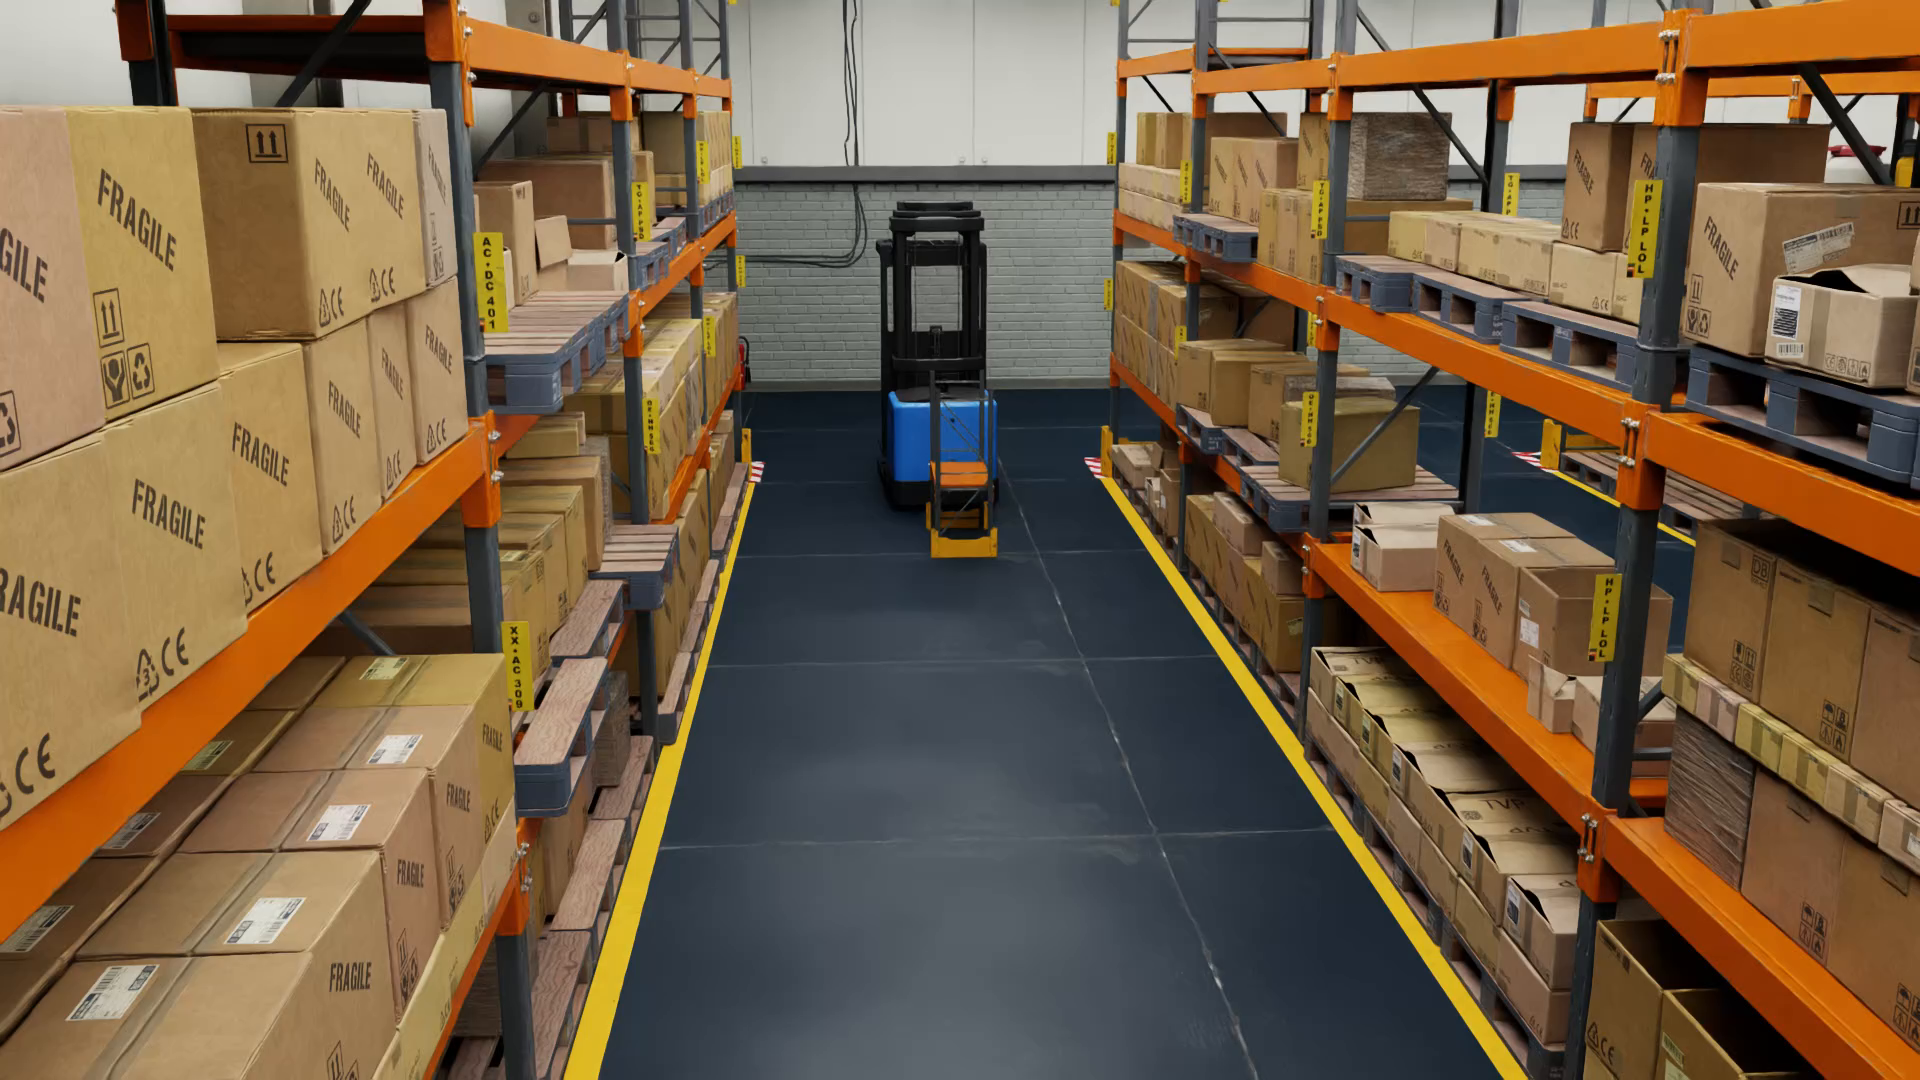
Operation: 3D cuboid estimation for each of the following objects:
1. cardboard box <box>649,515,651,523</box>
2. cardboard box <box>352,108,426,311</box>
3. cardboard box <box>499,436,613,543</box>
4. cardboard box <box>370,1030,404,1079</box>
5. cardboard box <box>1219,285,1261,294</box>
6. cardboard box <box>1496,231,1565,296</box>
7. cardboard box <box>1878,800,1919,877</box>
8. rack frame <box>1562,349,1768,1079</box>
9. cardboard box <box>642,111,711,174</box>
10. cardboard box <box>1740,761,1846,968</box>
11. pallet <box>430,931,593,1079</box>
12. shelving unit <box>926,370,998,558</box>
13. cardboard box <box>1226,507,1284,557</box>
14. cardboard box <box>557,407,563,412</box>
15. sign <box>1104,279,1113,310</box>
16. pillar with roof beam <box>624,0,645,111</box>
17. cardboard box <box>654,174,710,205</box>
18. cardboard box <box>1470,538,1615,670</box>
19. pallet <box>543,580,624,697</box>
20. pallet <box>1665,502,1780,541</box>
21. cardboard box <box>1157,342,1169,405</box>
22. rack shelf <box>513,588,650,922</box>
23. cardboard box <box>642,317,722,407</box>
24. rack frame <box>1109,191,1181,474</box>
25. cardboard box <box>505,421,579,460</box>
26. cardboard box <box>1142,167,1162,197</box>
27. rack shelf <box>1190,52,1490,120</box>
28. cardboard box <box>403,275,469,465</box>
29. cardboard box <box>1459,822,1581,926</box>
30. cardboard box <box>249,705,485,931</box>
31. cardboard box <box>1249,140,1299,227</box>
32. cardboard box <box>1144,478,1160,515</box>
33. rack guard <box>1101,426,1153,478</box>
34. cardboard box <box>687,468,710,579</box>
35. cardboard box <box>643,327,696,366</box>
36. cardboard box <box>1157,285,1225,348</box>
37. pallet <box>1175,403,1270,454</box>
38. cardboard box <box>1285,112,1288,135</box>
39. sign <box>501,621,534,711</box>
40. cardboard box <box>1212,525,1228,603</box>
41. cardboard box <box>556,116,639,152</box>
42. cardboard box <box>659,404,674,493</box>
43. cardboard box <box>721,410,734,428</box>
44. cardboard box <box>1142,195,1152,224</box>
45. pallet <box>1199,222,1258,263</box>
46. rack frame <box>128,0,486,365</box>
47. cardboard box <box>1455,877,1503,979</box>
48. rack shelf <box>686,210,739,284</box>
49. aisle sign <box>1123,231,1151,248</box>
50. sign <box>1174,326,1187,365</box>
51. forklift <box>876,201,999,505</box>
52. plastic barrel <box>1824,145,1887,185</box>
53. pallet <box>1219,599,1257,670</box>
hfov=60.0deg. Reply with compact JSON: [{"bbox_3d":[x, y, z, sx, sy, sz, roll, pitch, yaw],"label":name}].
[{"bbox_3d":[-2.126,-0.161,10.321,0.380,0.149,0.250,-1,14,-3],"label":"cardboard box"},{"bbox_3d":[-1.736,-0.868,4.337,0.500,0.500,0.500,0,14,0],"label":"cardboard box"},{"bbox_3d":[-2.291,-0.270,9.195,0.700,0.500,0.500,-3,15,-10],"label":"cardboard box"},{"bbox_3d":[-1.649,1.420,3.973,0.500,0.250,0.500,-1,14,-3],"label":"cardboard box"},{"bbox_3d":[2.585,-1.980,14.717,0.500,0.500,0.500,-1,14,-5],"label":"cardboard box"},{"bbox_3d":[2.804,-1.268,7.595,0.500,0.250,0.500,-2,15,-8],"label":"cardboard box"},{"bbox_3d":[2.769,0.820,4.541,0.380,0.149,0.250,-1,14,-5],"label":"cardboard box"},{"bbox_3d":[2.862,0.792,6.151,1.000,3.000,0.127,-1,14,-3],"label":"rack frame"},{"bbox_3d":[-2.342,-3.297,13.775,0.500,0.500,0.500,-1,14,-4],"label":"cardboard box"},{"bbox_3d":[2.935,0.985,5.200,0.700,0.500,0.500,-1,14,-4],"label":"cardboard box"},{"bbox_3d":[-2.132,2.027,6.950,1.003,0.211,1.213,-1,14,-3],"label":"pallet"},{"bbox_3d":[0.005,-0.707,14.989,0.587,1.500,1.083,-1,14,-3],"label":"shelving unit"},{"bbox_3d":[2.246,-0.065,12.113,0.500,0.250,0.500,-1,14,-4],"label":"cardboard box"},{"bbox_3d":[-2.617,-0.799,9.994,0.500,0.250,0.500,0,14,-2],"label":"cardboard box"},{"bbox_3d":[1.577,-2.603,17.609,0.100,0.325,0.005,-1,14,-3],"label":"sign"},{"bbox_3d":[0.440,-5.745,19.518,9.100,9.000,0.400,-1,14,-3],"label":"pillar with roof beam"},{"bbox_3d":[-2.358,-2.928,13.847,0.500,0.250,0.500,-1,14,-4],"label":"cardboard box"},{"bbox_3d":[2.767,0.297,7.875,0.500,0.500,0.500,-1,14,-3],"label":"cardboard box"},{"bbox_3d":[-2.167,0.460,7.829,1.003,0.211,1.213,-1,14,-3],"label":"pallet"},{"bbox_3d":[7.226,-0.105,15.233,1.003,0.211,1.213,-1,14,-3],"label":"pallet"},{"bbox_3d":[2.046,-1.494,14.837,0.500,0.500,0.500,0,14,-2],"label":"cardboard box"},{"bbox_3d":[-2.206,0.721,7.873,1.077,0.370,4.000,-1,14,-3],"label":"rack shelf"},{"bbox_3d":[-2.635,-1.582,14.776,0.980,0.700,0.700,-1,14,-5],"label":"cardboard box"},{"bbox_3d":[2.118,-2.192,17.750,1.000,3.000,0.127,-1,14,-3],"label":"rack frame"},{"bbox_3d":[-2.244,-0.536,8.926,0.380,0.149,0.250,-3,15,-13],"label":"cardboard box"},{"bbox_3d":[1.978,-3.309,15.370,0.500,0.250,0.500,-1,14,-3],"label":"cardboard box"},{"bbox_3d":[2.490,-3.063,11.342,1.077,0.370,4.000,-1,14,-3],"label":"rack shelf"},{"bbox_3d":[-1.804,-0.519,4.985,0.500,0.500,0.500,0,14,-2],"label":"cardboard box"},{"bbox_3d":[2.512,1.423,7.248,0.500,0.311,0.500,0,14,-2],"label":"cardboard box"},{"bbox_3d":[-1.708,0.806,4.852,0.500,0.500,0.500,-1,14,-4],"label":"cardboard box"},{"bbox_3d":[2.409,-2.492,11.652,0.600,0.600,0.600,-1,15,-6],"label":"cardboard box"},{"bbox_3d":[2.001,-0.432,15.422,0.500,0.311,0.500,-1,14,-3],"label":"cardboard box"},{"bbox_3d":[2.123,-0.963,17.988,1.175,0.500,0.348,-1,14,-3],"label":"rack guard"},{"bbox_3d":[-2.408,-0.122,13.178,0.750,0.750,0.750,-1,14,-3],"label":"cardboard box"},{"bbox_3d":[-2.272,-1.446,12.506,0.500,0.250,0.500,-1,14,-2],"label":"cardboard box"},{"bbox_3d":[2.042,-1.979,14.715,0.500,0.500,0.500,-1,14,-5],"label":"cardboard box"},{"bbox_3d":[2.307,-0.904,13.128,1.003,0.211,1.213,-1,14,-3],"label":"pallet"},{"bbox_3d":[2.408,-3.429,14.332,0.700,0.500,0.500,-1,14,-3],"label":"cardboard box"},{"bbox_3d":[-1.541,0.440,5.782,0.100,0.325,0.005,-1,14,-3],"label":"sign"},{"bbox_3d":[2.220,0.181,12.660,0.500,0.500,0.500,-1,14,-3],"label":"cardboard box"},{"bbox_3d":[-2.654,-2.976,12.190,0.500,0.250,0.500,0,14,1],"label":"cardboard box"},{"bbox_3d":[-2.128,-0.582,10.656,0.500,0.500,0.500,0,14,-2],"label":"cardboard box"},{"bbox_3d":[-2.493,-1.220,16.844,0.380,0.149,0.250,-1,14,-4],"label":"cardboard box"},{"bbox_3d":[1.984,-3.067,15.433,0.500,0.250,0.500,-1,14,-3],"label":"cardboard box"},{"bbox_3d":[2.404,-2.138,11.896,1.213,0.211,1.003,-1,14,-3],"label":"pallet"},{"bbox_3d":[-2.082,-2.036,5.102,1.000,3.000,0.127,-1,14,-3],"label":"rack frame"},{"bbox_3d":[2.517,1.696,7.313,0.500,0.250,0.500,-1,14,-4],"label":"cardboard box"},{"bbox_3d":[-2.702,-2.722,15.232,1.077,0.370,4.000,-1,14,-3],"label":"rack shelf"},{"bbox_3d":[1.821,-3.463,17.474,0.394,0.787,0.004,-1,14,-3],"label":"aisle sign"},{"bbox_3d":[1.825,-1.606,13.736,0.100,0.325,0.005,-1,14,-3],"label":"sign"},{"bbox_3d":[-0.300,-2.077,17.439,1.130,2.935,3.031,-2,15,-6],"label":"forklift"},{"bbox_3d":[7.092,-2.860,13.210,0.433,0.535,0.433,0,14,0],"label":"plastic barrel"},{"bbox_3d":[2.533,0.659,12.265,1.003,0.211,1.213,-1,14,-3],"label":"pallet"}]
